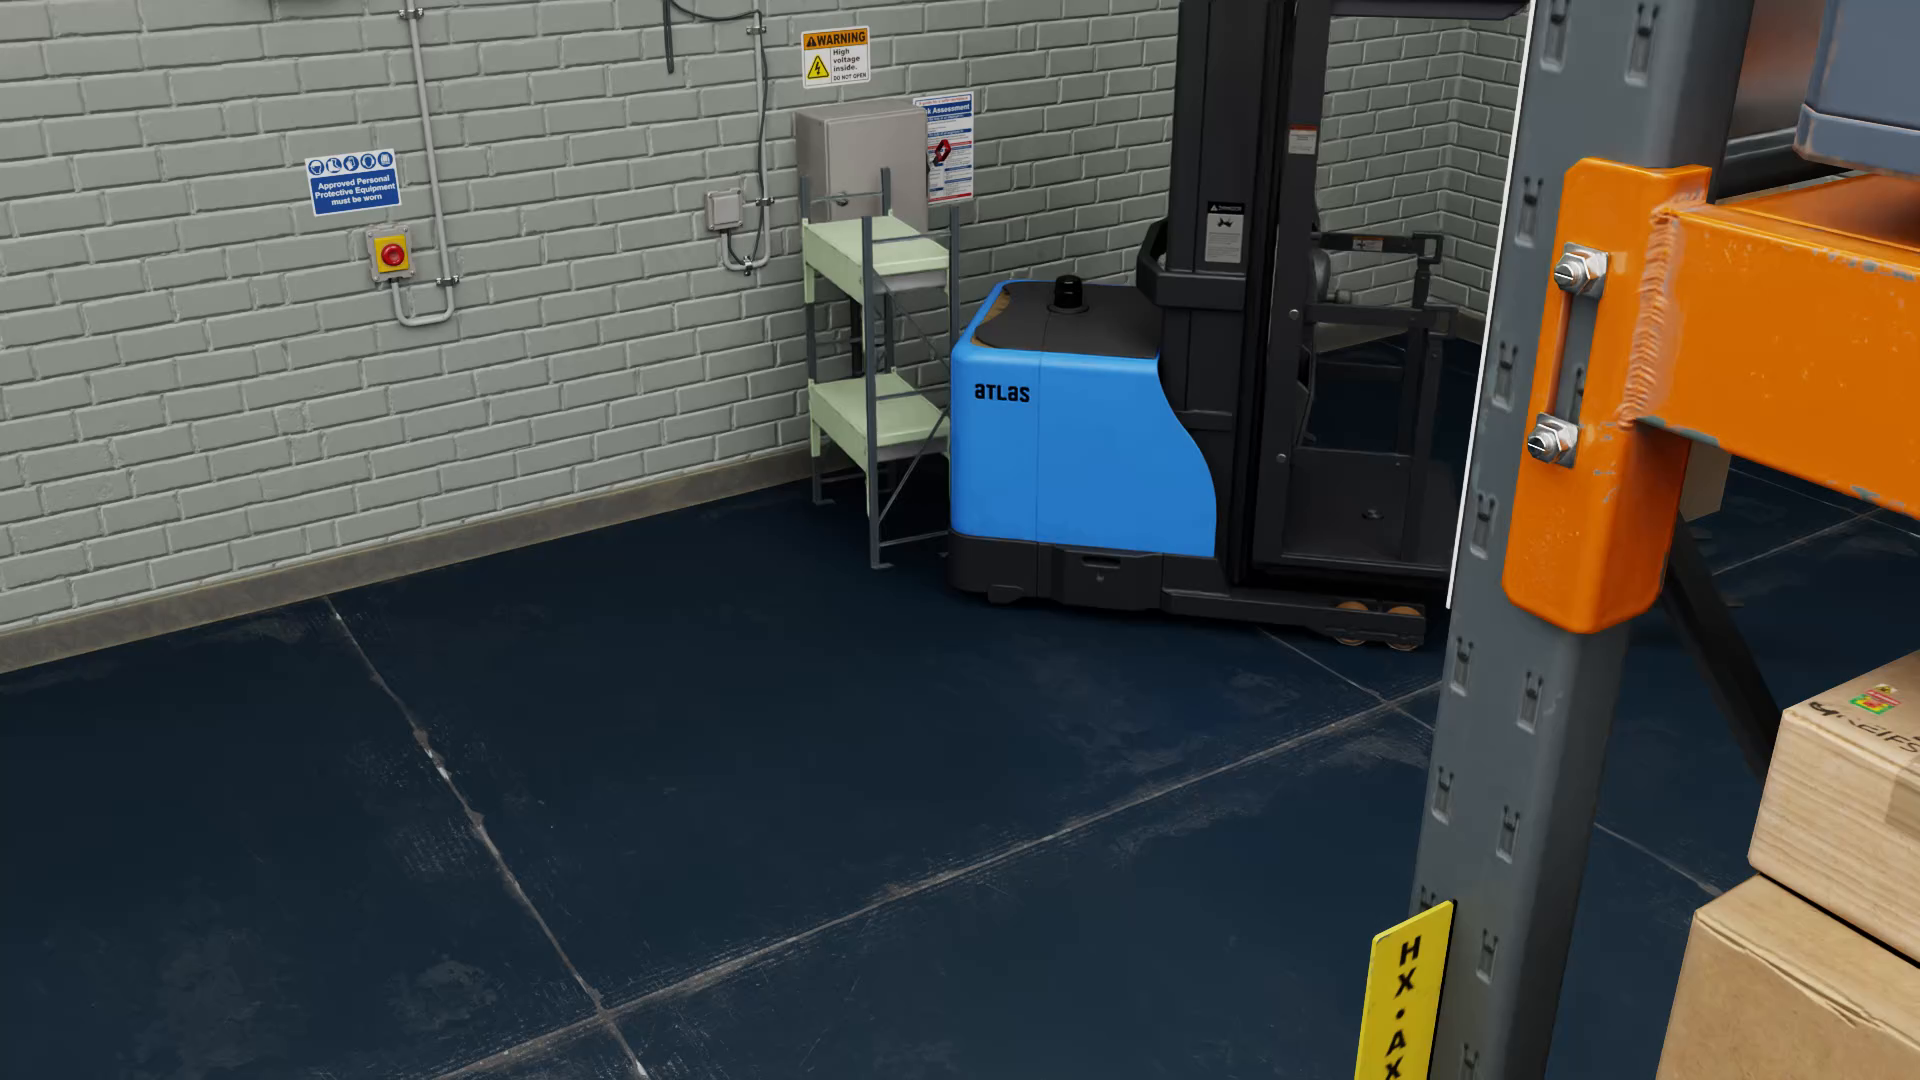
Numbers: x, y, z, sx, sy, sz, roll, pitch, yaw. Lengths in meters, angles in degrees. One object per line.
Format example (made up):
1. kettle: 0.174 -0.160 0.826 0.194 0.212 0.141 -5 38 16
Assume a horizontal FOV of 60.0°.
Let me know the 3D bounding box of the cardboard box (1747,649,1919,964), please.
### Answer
1. cardboard box: 0.844 0.194 1.278 0.380 0.149 0.250 -15 29 -29

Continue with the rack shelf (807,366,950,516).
1. rack shelf: -0.337 -0.440 7.189 0.431 0.370 0.720 -11 27 -21

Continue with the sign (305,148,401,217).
1. sign: -2.289 -1.351 6.282 0.327 0.218 0.001 -16 29 -30

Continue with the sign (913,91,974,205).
1. sign: -0.075 -1.802 7.665 0.329 0.494 0.001 -16 29 -30

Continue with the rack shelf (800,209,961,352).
1. rack shelf: -0.337 -1.088 6.884 0.431 0.370 0.720 -11 27 -21

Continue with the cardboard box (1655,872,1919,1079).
1. cardboard box: 0.906 0.534 1.318 0.500 0.500 0.500 -16 30 -31

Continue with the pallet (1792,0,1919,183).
1. pallet: 1.296 -0.261 0.878 1.003 0.211 1.213 -16 29 -30

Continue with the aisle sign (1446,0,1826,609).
1. aisle sign: 0.600 -0.341 1.413 0.394 0.787 0.004 -16 29 -30

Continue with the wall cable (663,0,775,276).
1. wall cable: -1.033 -2.013 6.810 0.588 1.984 0.122 -16 29 -30

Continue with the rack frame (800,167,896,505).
1. rack frame: -0.484 -0.878 7.353 0.400 1.500 0.023 -11 27 -21

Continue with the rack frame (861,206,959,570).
1. rack frame: -0.190 -0.592 6.747 0.400 1.500 0.023 -11 27 -21

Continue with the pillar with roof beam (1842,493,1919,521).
1. pillar with roof beam: 0.715 -3.249 3.592 9.100 9.000 0.400 -16 29 -30

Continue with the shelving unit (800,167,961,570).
1. shelving unit: -0.337 -0.735 7.050 0.431 1.500 0.755 -11 27 -21

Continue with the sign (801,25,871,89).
1. sign: -0.535 -2.091 7.197 0.339 0.242 0.001 -16 29 -30

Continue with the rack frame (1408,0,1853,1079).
1. rack frame: 0.885 0.792 2.058 0.949 2.616 0.053 -16 29 -30

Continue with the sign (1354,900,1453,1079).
1. sign: 0.414 0.493 1.586 0.100 0.325 0.005 -16 29 -30

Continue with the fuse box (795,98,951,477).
1. fuse box: -0.376 -1.073 7.519 0.539 1.711 0.414 -16 29 -30

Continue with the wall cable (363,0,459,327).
1. wall cable: -2.215 -1.692 6.094 0.585 1.953 0.123 -16 29 -30

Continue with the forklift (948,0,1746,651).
1. forklift: 1.522 -1.151 6.254 3.031 2.935 1.130 5 26 11
